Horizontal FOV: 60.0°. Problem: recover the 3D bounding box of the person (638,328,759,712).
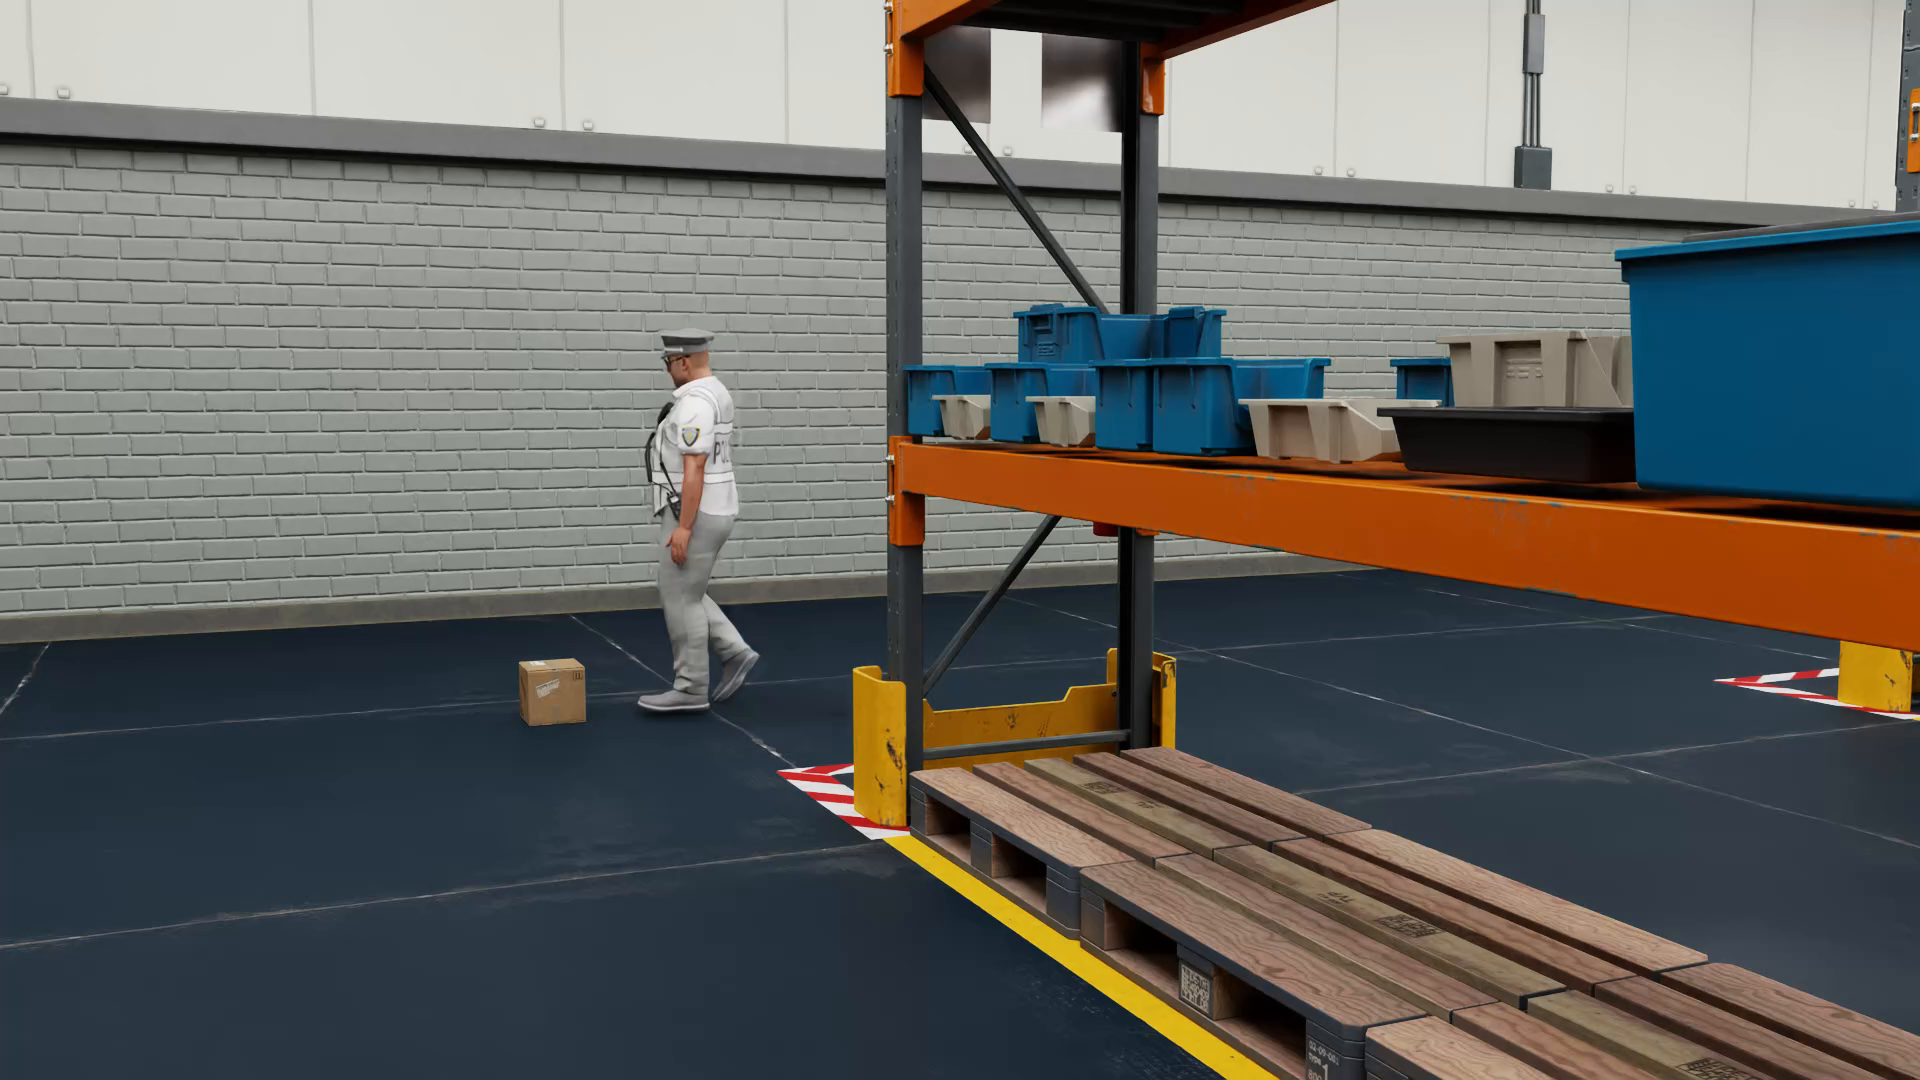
[{"bbox_3d":[-1.214,-0.084,7.604,0.520,1.760,0.557,0,5,4],"label":"person"}]
